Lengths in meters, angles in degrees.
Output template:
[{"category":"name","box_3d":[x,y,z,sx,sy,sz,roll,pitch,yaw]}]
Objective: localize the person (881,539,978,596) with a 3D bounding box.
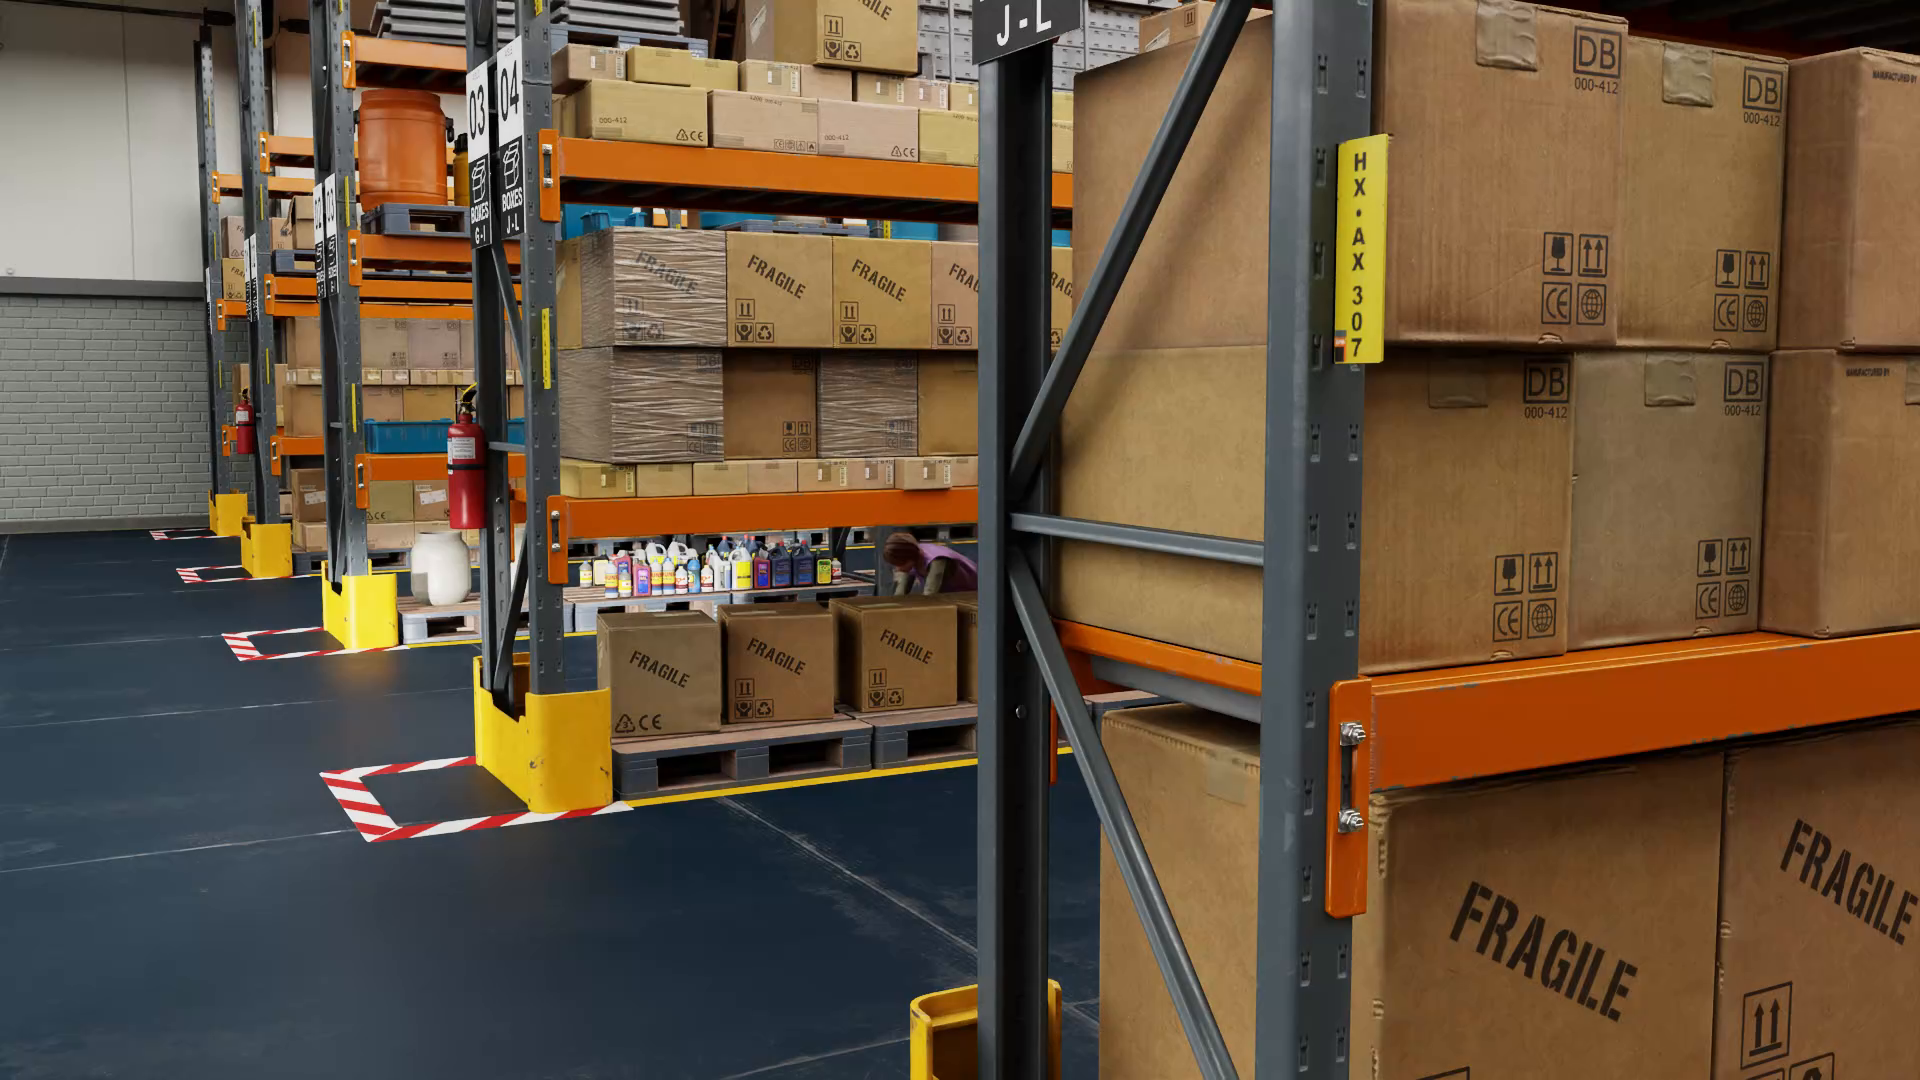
[{"category":"person","box_3d":[-0.124,0.428,9.999,0.795,0.878,0.441,-3,6,-29]}]
